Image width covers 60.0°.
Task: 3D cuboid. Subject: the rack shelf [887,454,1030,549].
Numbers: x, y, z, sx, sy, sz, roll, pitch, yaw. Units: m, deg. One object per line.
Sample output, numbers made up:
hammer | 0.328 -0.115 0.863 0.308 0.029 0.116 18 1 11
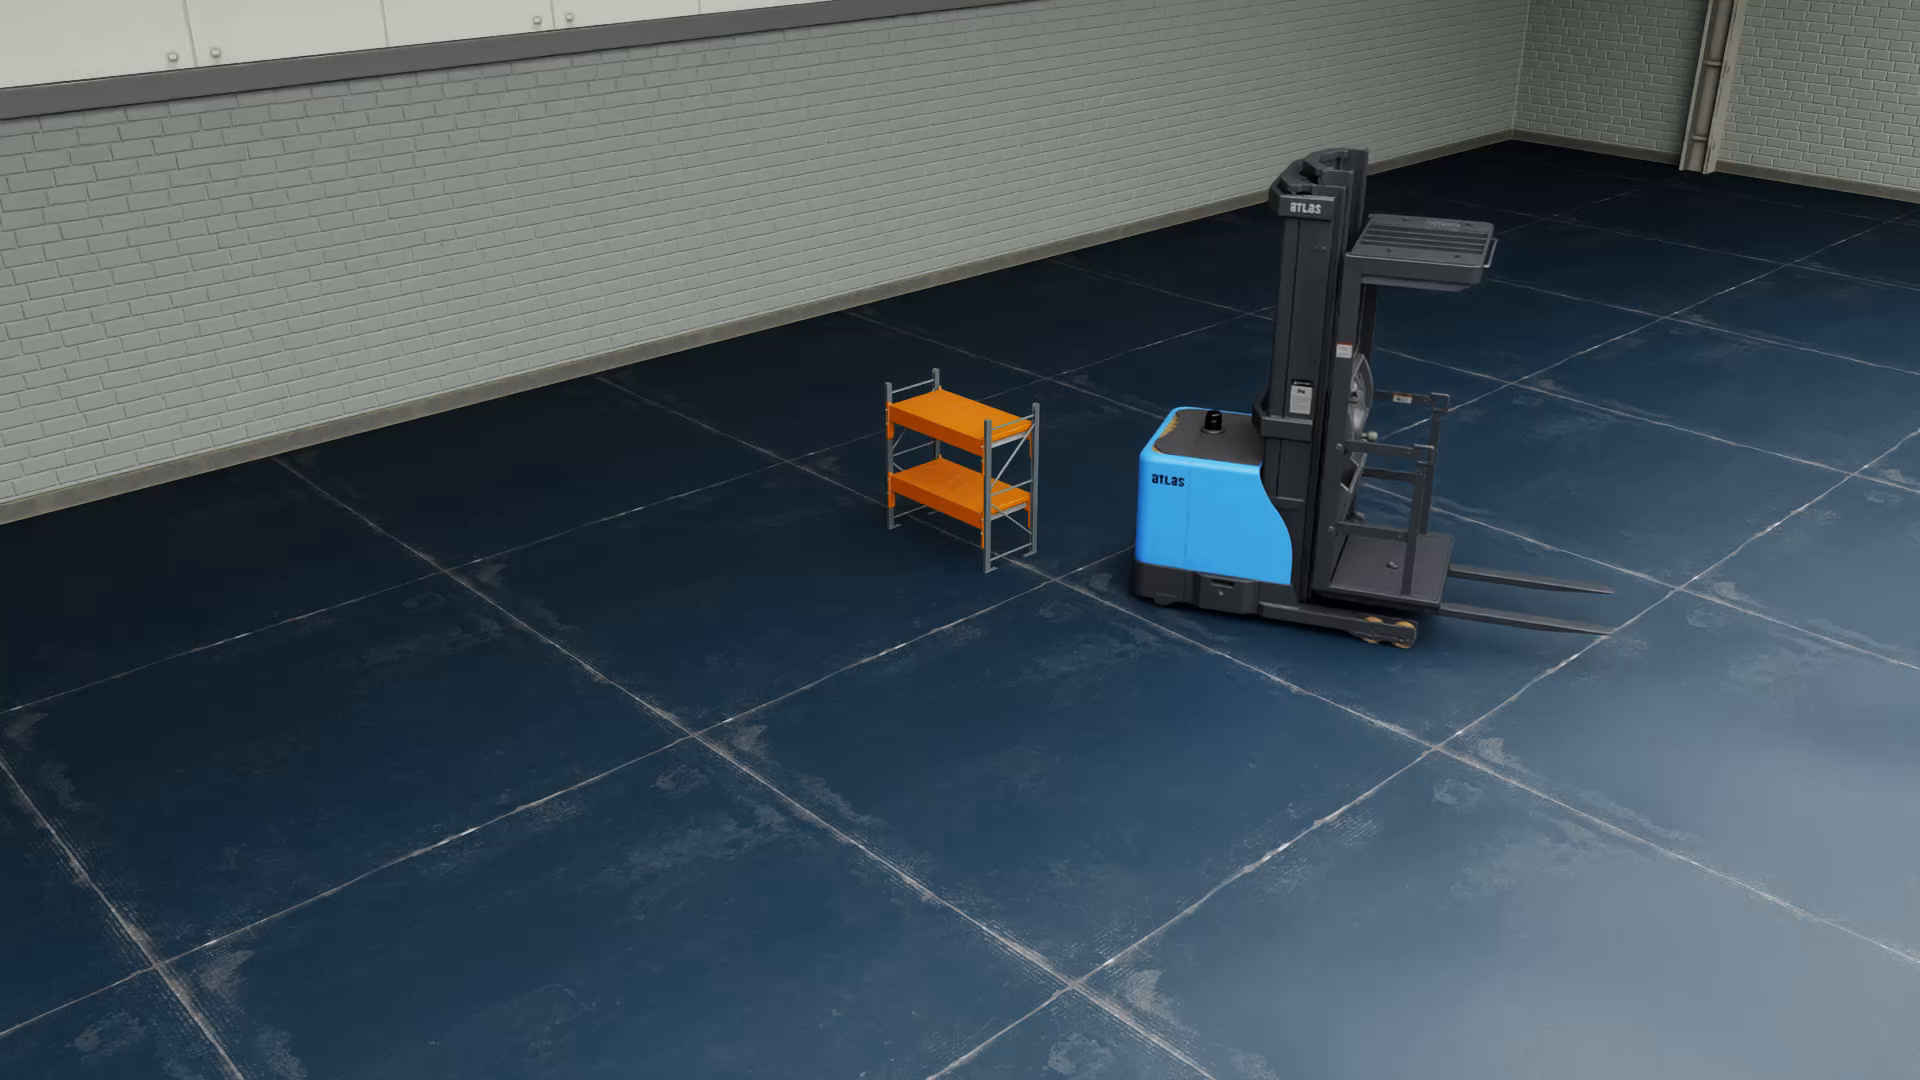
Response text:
rack shelf | 0.005 -0.287 11.910 0.538 0.278 1.000 -21 32 -38

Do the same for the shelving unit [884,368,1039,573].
shelving unit | 0.005 -0.510 11.809 0.538 1.125 1.048 -21 32 -38

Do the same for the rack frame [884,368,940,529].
rack frame | -0.343 -0.664 12.146 0.500 1.125 0.032 -21 32 -38

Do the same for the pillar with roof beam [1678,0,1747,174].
pillar with roof beam | 7.272 -8.098 18.956 9.100 9.000 0.400 -21 32 -38

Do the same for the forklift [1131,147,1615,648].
forklift | 2.717 -0.897 10.481 3.031 2.935 1.130 9 26 18

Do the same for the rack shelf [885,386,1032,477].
rack shelf | 0.005 -0.776 11.687 0.538 0.278 1.000 -21 32 -38

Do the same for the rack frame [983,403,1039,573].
rack frame | 0.352 -0.356 11.471 0.500 1.125 0.032 -21 32 -38
